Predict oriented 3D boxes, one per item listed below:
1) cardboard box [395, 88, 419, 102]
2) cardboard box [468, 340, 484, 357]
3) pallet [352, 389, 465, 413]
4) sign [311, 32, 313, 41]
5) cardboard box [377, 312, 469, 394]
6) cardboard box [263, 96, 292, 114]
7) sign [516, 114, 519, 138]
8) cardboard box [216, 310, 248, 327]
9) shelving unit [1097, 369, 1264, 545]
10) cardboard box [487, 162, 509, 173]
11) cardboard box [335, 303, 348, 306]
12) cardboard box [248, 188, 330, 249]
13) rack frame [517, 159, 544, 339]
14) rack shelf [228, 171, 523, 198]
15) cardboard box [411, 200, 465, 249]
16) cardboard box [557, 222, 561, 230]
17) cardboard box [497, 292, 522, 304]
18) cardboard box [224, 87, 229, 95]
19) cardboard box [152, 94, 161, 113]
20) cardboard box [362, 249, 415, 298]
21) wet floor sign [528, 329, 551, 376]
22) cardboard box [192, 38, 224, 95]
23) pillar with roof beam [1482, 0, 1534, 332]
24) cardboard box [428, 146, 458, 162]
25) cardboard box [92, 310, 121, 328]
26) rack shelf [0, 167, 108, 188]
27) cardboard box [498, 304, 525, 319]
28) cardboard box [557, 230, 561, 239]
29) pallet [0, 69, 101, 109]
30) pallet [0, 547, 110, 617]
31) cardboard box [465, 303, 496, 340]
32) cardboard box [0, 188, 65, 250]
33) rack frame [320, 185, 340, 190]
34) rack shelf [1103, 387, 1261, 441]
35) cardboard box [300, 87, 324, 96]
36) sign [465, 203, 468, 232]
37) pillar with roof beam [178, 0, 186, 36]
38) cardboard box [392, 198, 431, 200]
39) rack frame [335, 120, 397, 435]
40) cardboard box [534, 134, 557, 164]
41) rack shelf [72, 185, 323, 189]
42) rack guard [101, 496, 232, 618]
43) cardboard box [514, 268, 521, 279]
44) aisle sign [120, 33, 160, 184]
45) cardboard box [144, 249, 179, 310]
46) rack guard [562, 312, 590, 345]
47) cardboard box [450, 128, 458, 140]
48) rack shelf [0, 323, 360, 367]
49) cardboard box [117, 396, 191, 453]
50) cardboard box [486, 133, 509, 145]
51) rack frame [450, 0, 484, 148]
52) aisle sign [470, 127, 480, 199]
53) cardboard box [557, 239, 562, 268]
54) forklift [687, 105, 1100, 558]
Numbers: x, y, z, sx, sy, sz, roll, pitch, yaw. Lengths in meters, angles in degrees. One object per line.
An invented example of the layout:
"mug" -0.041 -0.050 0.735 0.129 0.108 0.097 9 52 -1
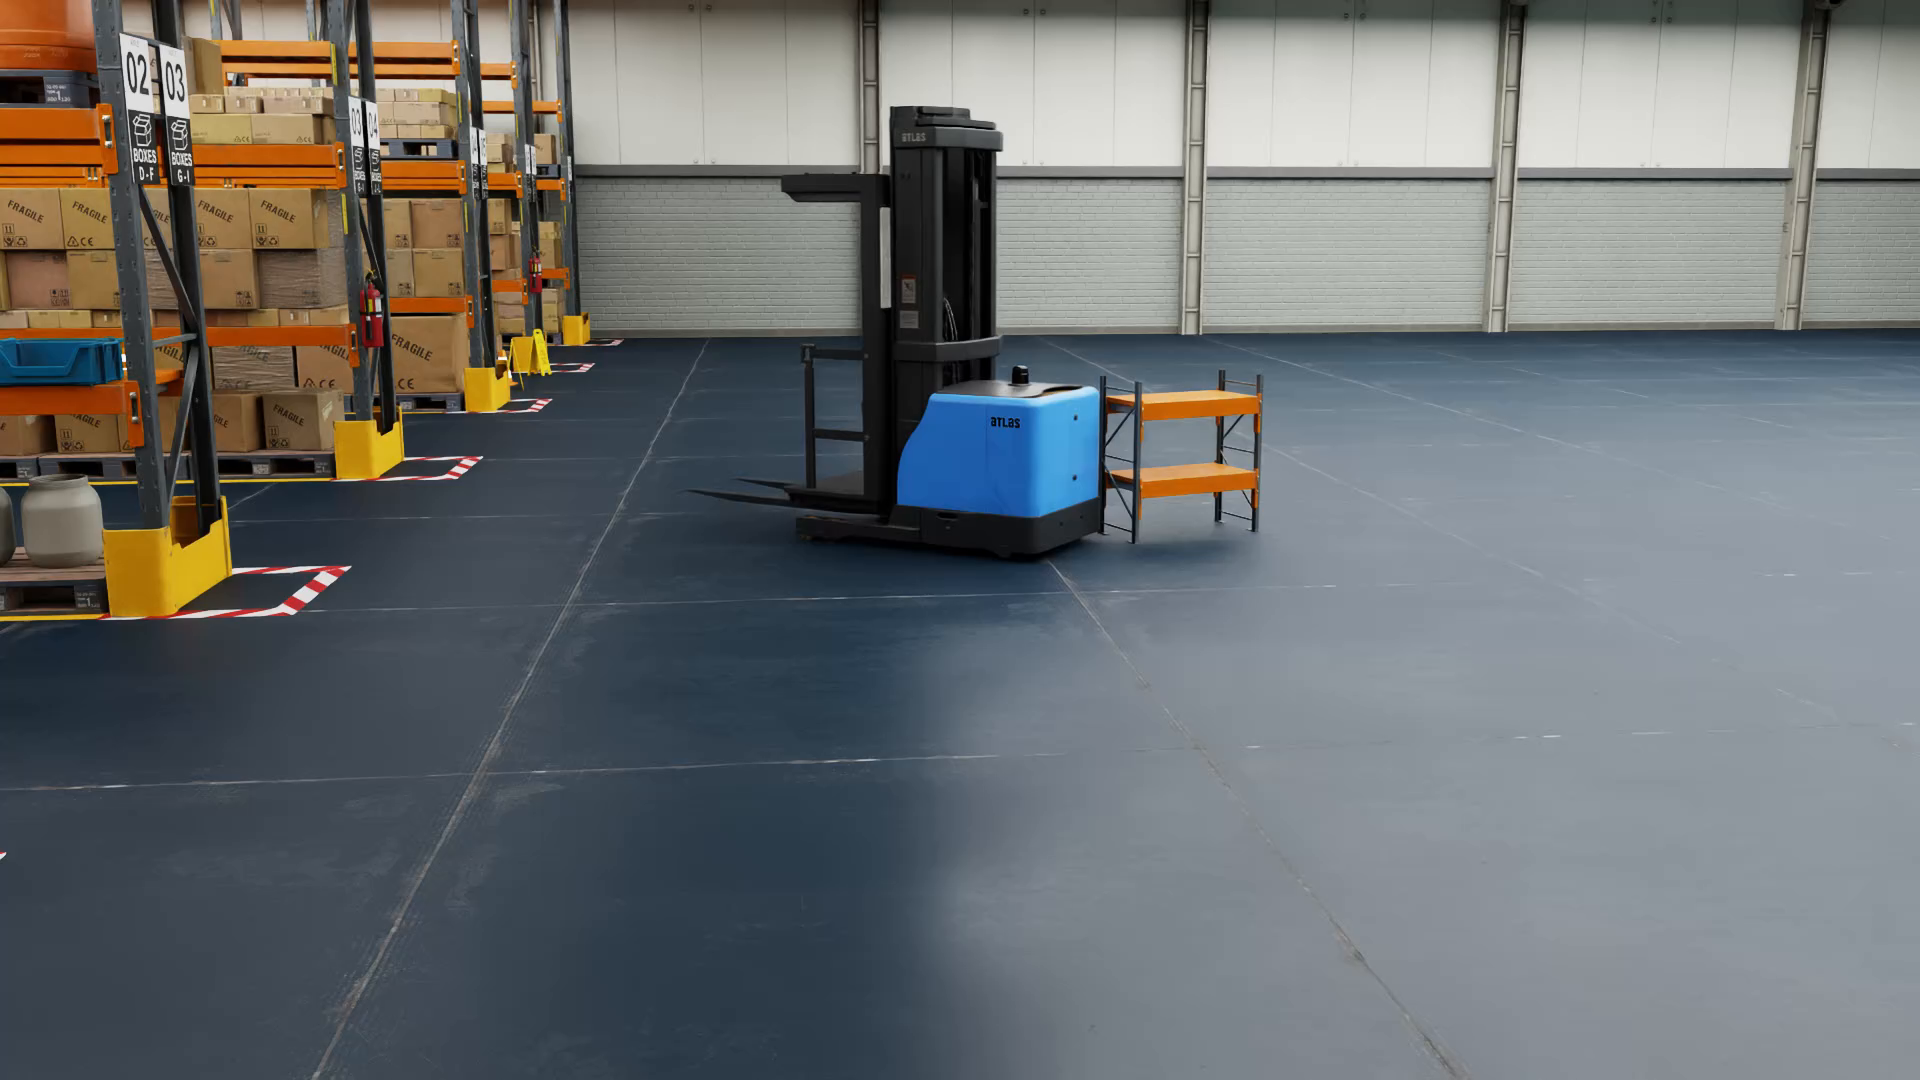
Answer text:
"cardboard box" -6.162 -4.979 18.646 0.250 0.149 0.380 -1 11 -6
"cardboard box" -7.049 -2.796 24.122 0.500 0.250 0.500 -1 11 -6
"pallet" -6.402 -1.661 19.538 1.213 0.211 1.003 -1 11 -6
"sign" -10.697 -8.213 27.461 0.005 0.325 0.100 -1 11 -6
"cardboard box" -6.283 -2.197 19.458 0.875 0.875 0.875 -1 11 -6
"cardboard box" -5.694 -3.653 14.021 0.250 0.149 0.380 -2 11 -8
"sign" -6.211 -5.807 23.330 0.005 0.325 0.100 -1 11 -6
"cardboard box" -6.183 -1.916 14.260 0.250 0.149 0.380 -1 11 -6
"shelving unit" 1.563 -0.609 11.817 1.048 1.125 0.538 -6 12 -26
"cardboard box" -6.575 -5.295 23.672 0.250 0.149 0.380 -1 11 -6
"cardboard box" -5.490 -2.024 14.808 0.250 0.149 0.380 -1 11 -6
"cardboard box" -5.701 -2.734 14.147 0.500 0.500 0.500 -1 11 -6
"rack frame" -6.251 -4.008 24.248 0.127 3.000 1.000 -1 11 -6
"rack shelf" -8.239 -5.085 23.816 4.000 0.370 1.077 -1 11 -6
"cardboard box" -5.989 -3.664 19.310 0.550 0.550 0.875 -1 11 -6
"cardboard box" -7.147 -5.507 29.162 0.250 0.149 0.380 -1 11 -7
"cardboard box" -7.722 -4.226 28.805 0.500 0.250 0.500 -1 11 -5
"cardboard box" -8.180 -4.936 18.431 0.250 0.149 0.380 -1 11 -5
"cardboard box" -6.717 -3.610 13.803 0.250 0.149 0.380 -2 11 -9
"cardboard box" -6.524 -3.102 19.253 0.550 0.550 0.875 -1 11 -6
"wet floor sign" -5.946 -2.651 23.452 0.232 0.644 0.267 3 11 14
"cardboard box" -6.686 -4.040 14.311 0.500 0.500 0.500 -1 11 -6
"pillar with roof beam" 10.780 -7.611 27.024 0.548 9.000 9.100 -1 11 -6
"cardboard box" -7.232 -5.482 23.588 0.500 0.250 0.500 -1 11 -7
"cardboard box" -7.177 -1.895 14.154 0.250 0.149 0.380 -1 11 -6
"rack shelf" -11.581 -4.055 18.574 4.000 0.370 1.077 -1 11 -6
"cardboard box" -7.740 -3.983 28.867 0.500 0.250 0.500 -1 11 -7
"cardboard box" -7.156 -5.370 29.235 0.250 0.149 0.380 -1 11 -8
"pallet" -5.479 -2.538 9.486 1.213 0.211 1.003 -1 11 -6
"pallet" -5.524 0.237 9.884 1.213 0.211 1.003 -1 11 -6
"cardboard box" -7.019 -3.166 24.061 0.500 0.500 0.500 -1 11 -6
"cardboard box" -7.688 -2.691 13.929 0.500 0.500 0.500 -1 11 -6
"rack frame" -10.767 -4.876 28.666 0.127 3.000 1.000 -1 11 -6
"rack shelf" 1.563 -0.896 11.761 1.000 0.278 0.538 -6 12 -26
"cardboard box" -7.178 -4.957 18.537 0.250 0.149 0.380 -1 11 -7
"sign" -5.571 -3.641 18.765 0.005 0.325 0.100 -1 11 -6
"pillar with roof beam" -13.080 -7.111 24.481 0.400 9.000 9.100 -1 11 -6
"cardboard box" -7.735 -4.602 23.645 0.500 0.500 0.700 -1 11 -7
"rack frame" -5.181 -2.107 14.581 0.127 3.000 1.000 -1 11 -6
"cardboard box" -7.204 -6.680 28.456 0.500 0.500 0.500 -1 11 -4
"rack shelf" -12.755 -5.954 28.234 4.000 0.370 1.077 -1 11 -6
"rack guard" -4.716 0.080 9.937 0.348 0.500 1.175 -1 11 -6
"cardboard box" -6.611 -3.917 24.438 0.250 0.149 0.380 -1 11 -6
"aisle sign" -4.542 -2.378 9.217 0.004 0.787 0.394 -1 11 -6
"cardboard box" -6.716 -2.261 14.330 0.500 0.500 0.875 -1 11 -6
"rack guard" -6.767 -3.734 29.333 0.348 0.500 1.175 -1 11 -6
"cardboard box" -5.991 -4.719 19.391 0.250 0.149 0.380 -1 11 -6
"rack shelf" -7.169 -1.713 14.439 4.000 0.370 1.077 -1 11 -6
"cardboard box" -7.018 -1.049 14.587 0.500 0.500 0.500 0 11 -1
"cardboard box" -6.555 -5.684 23.582 0.250 0.149 0.380 -1 11 -6
"rack frame" -5.616 -6.004 18.851 0.127 3.000 1.000 -1 11 -6
"aisle sign" -5.513 -4.280 18.894 0.004 0.787 0.394 -1 11 -6
"cardboard box" -7.313 -5.052 29.298 0.500 0.500 0.500 -1 11 -4
"forklift" -0.560 -1.504 11.688 3.031 2.935 1.130 6 13 29
